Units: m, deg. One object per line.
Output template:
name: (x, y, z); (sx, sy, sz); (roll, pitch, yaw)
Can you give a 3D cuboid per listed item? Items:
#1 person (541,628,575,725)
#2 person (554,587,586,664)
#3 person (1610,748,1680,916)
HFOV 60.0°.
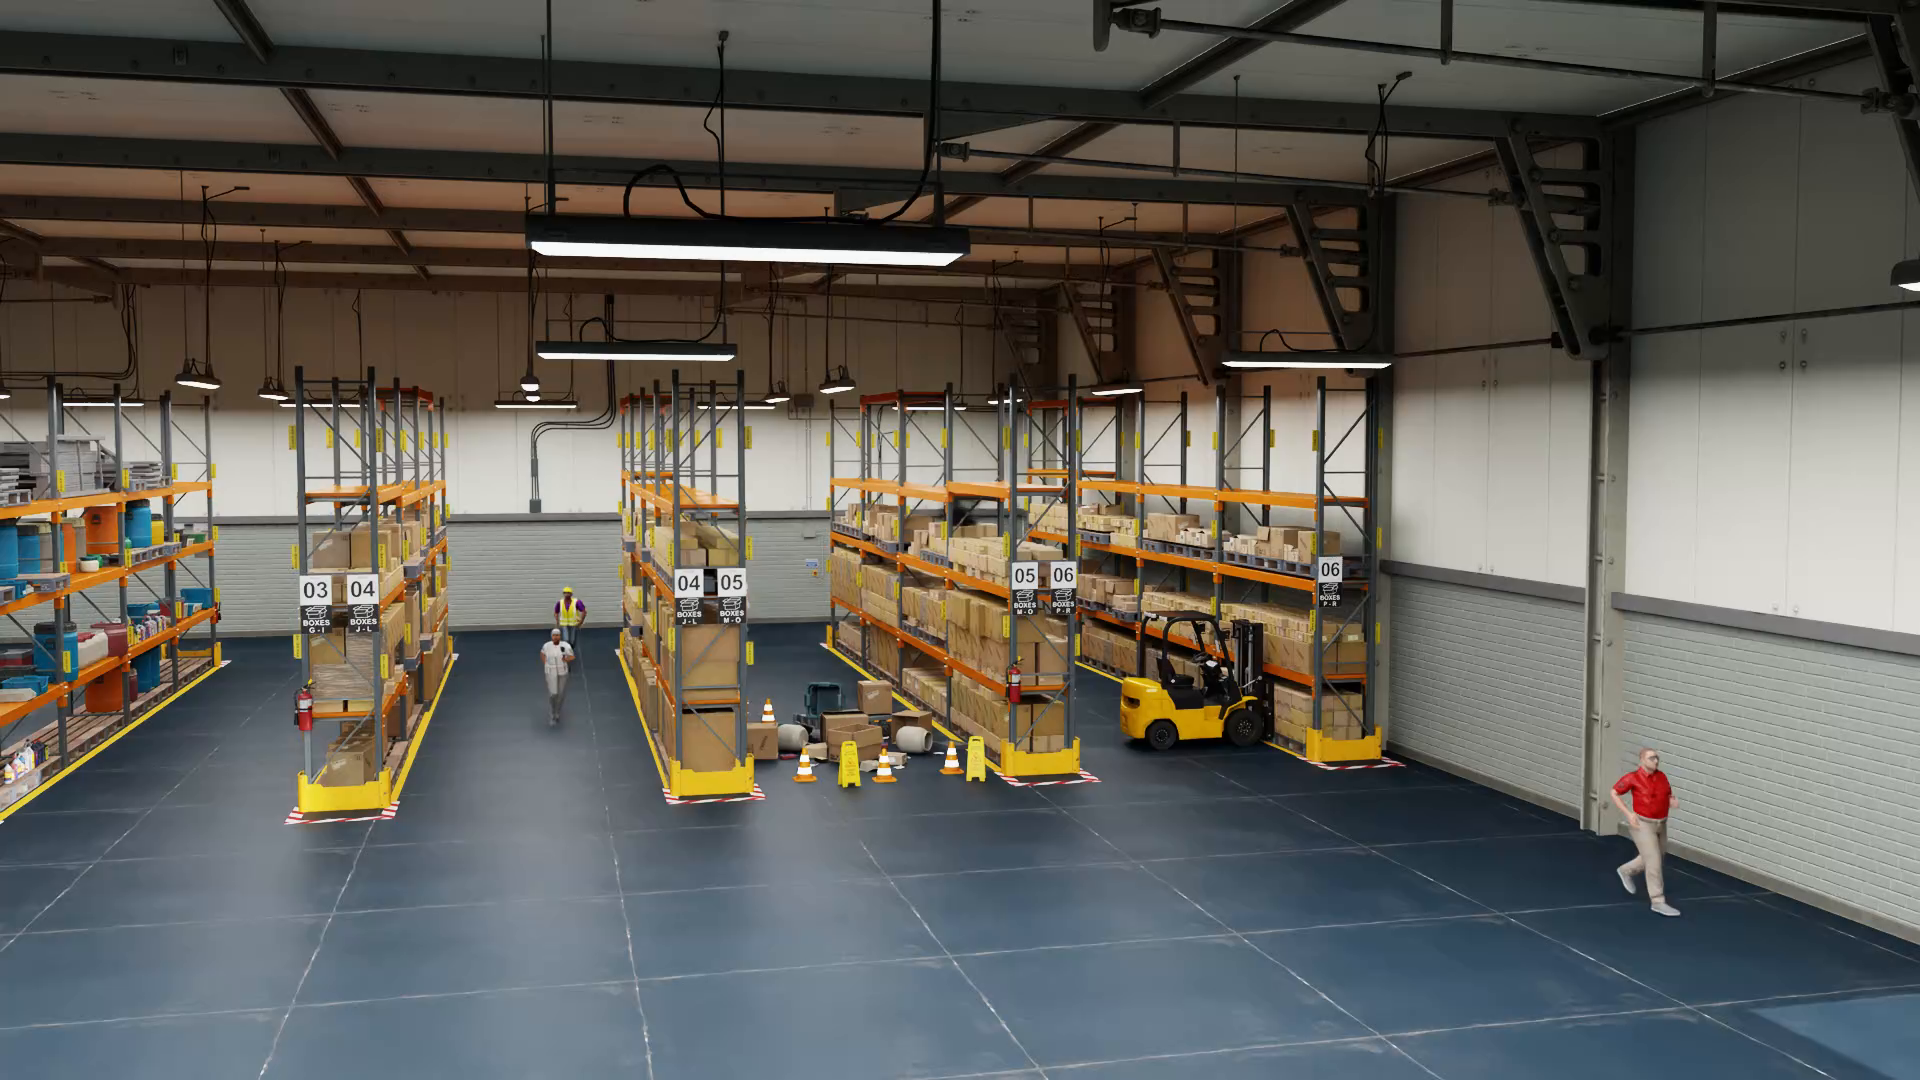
person: (-7.136, 2.434, 29.551); (0.574, 1.728, 0.740); (-1, 4, -18)
person: (-8.745, 1.917, 37.320); (0.715, 1.752, 0.669); (0, 3, -5)
person: (7.351, 3.073, 17.781); (0.671, 1.695, 0.963); (-2, 4, -24)
